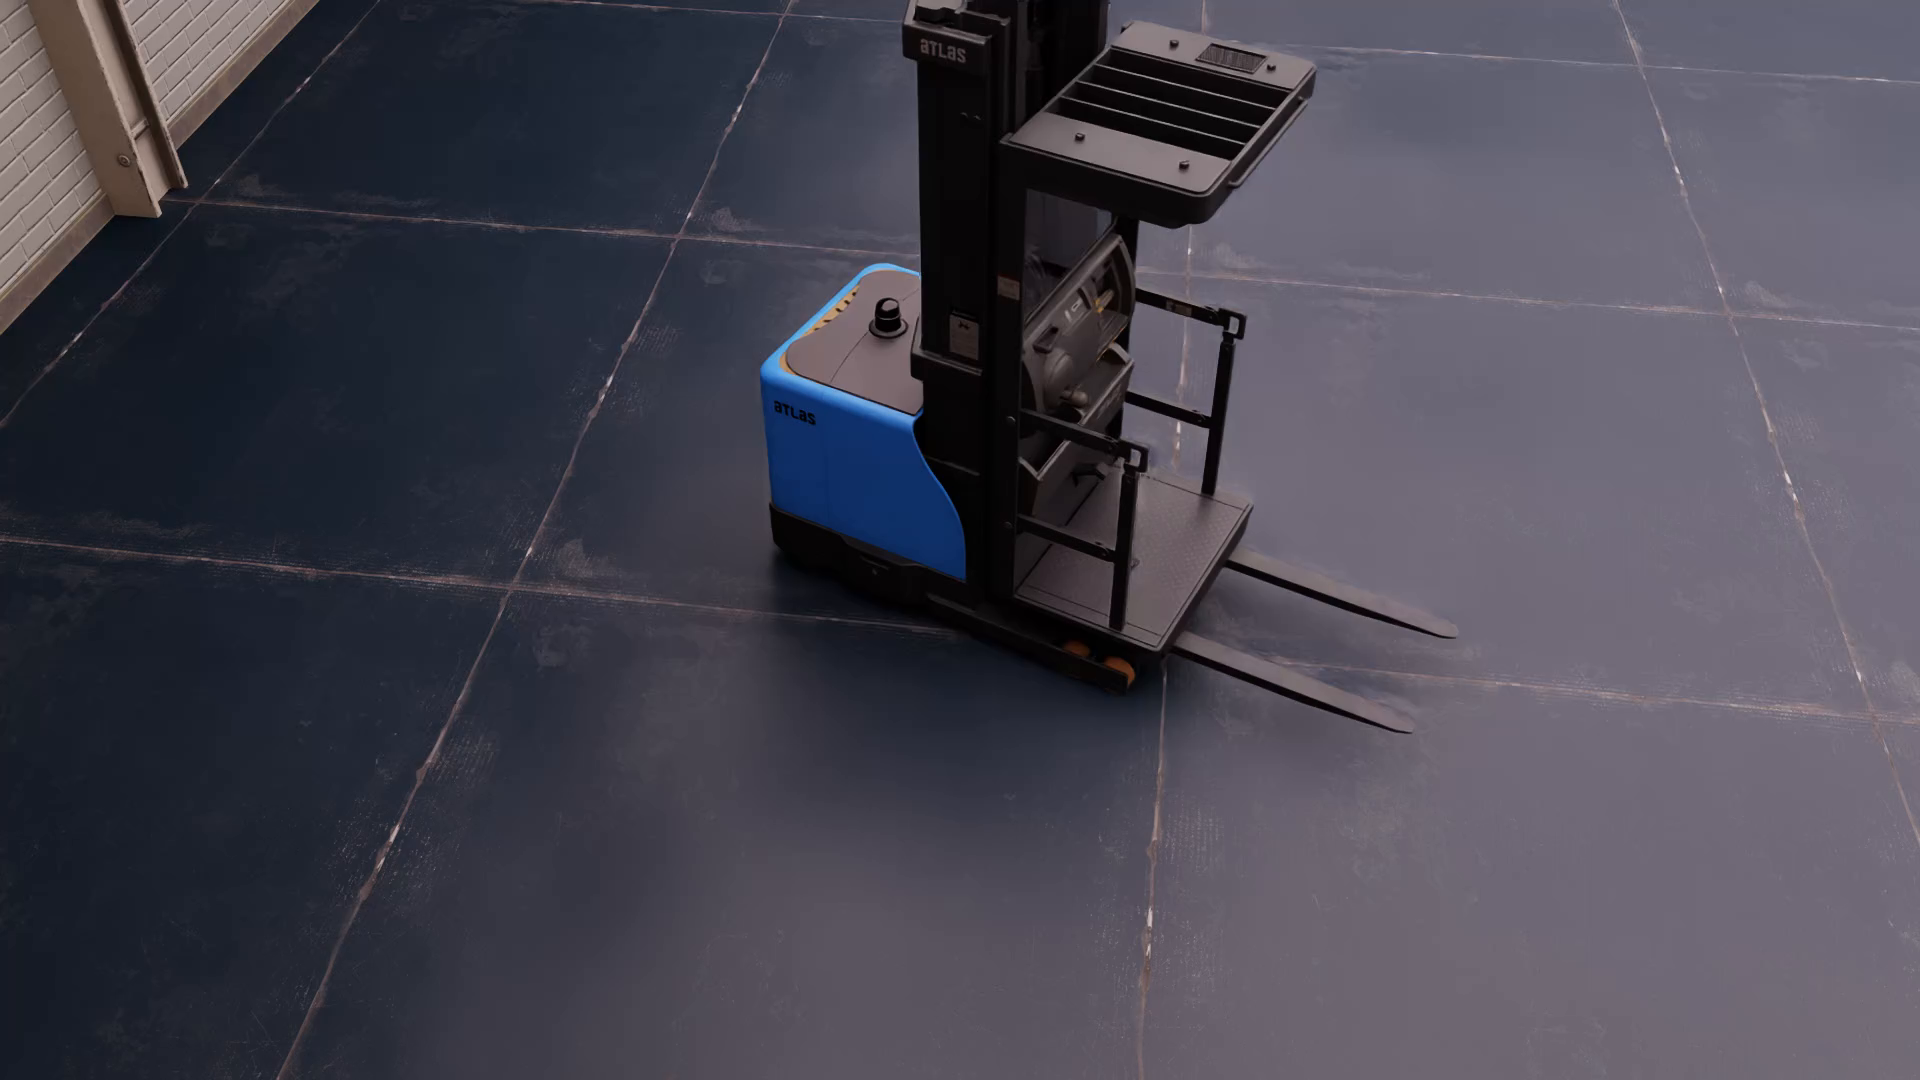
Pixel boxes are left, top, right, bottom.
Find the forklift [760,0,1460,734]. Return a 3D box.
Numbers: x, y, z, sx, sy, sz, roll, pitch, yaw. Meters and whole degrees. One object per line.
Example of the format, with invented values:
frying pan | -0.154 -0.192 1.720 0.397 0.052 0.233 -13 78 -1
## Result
forklift | 0.664 -0.829 6.626 3.031 2.935 1.130 21 46 21
